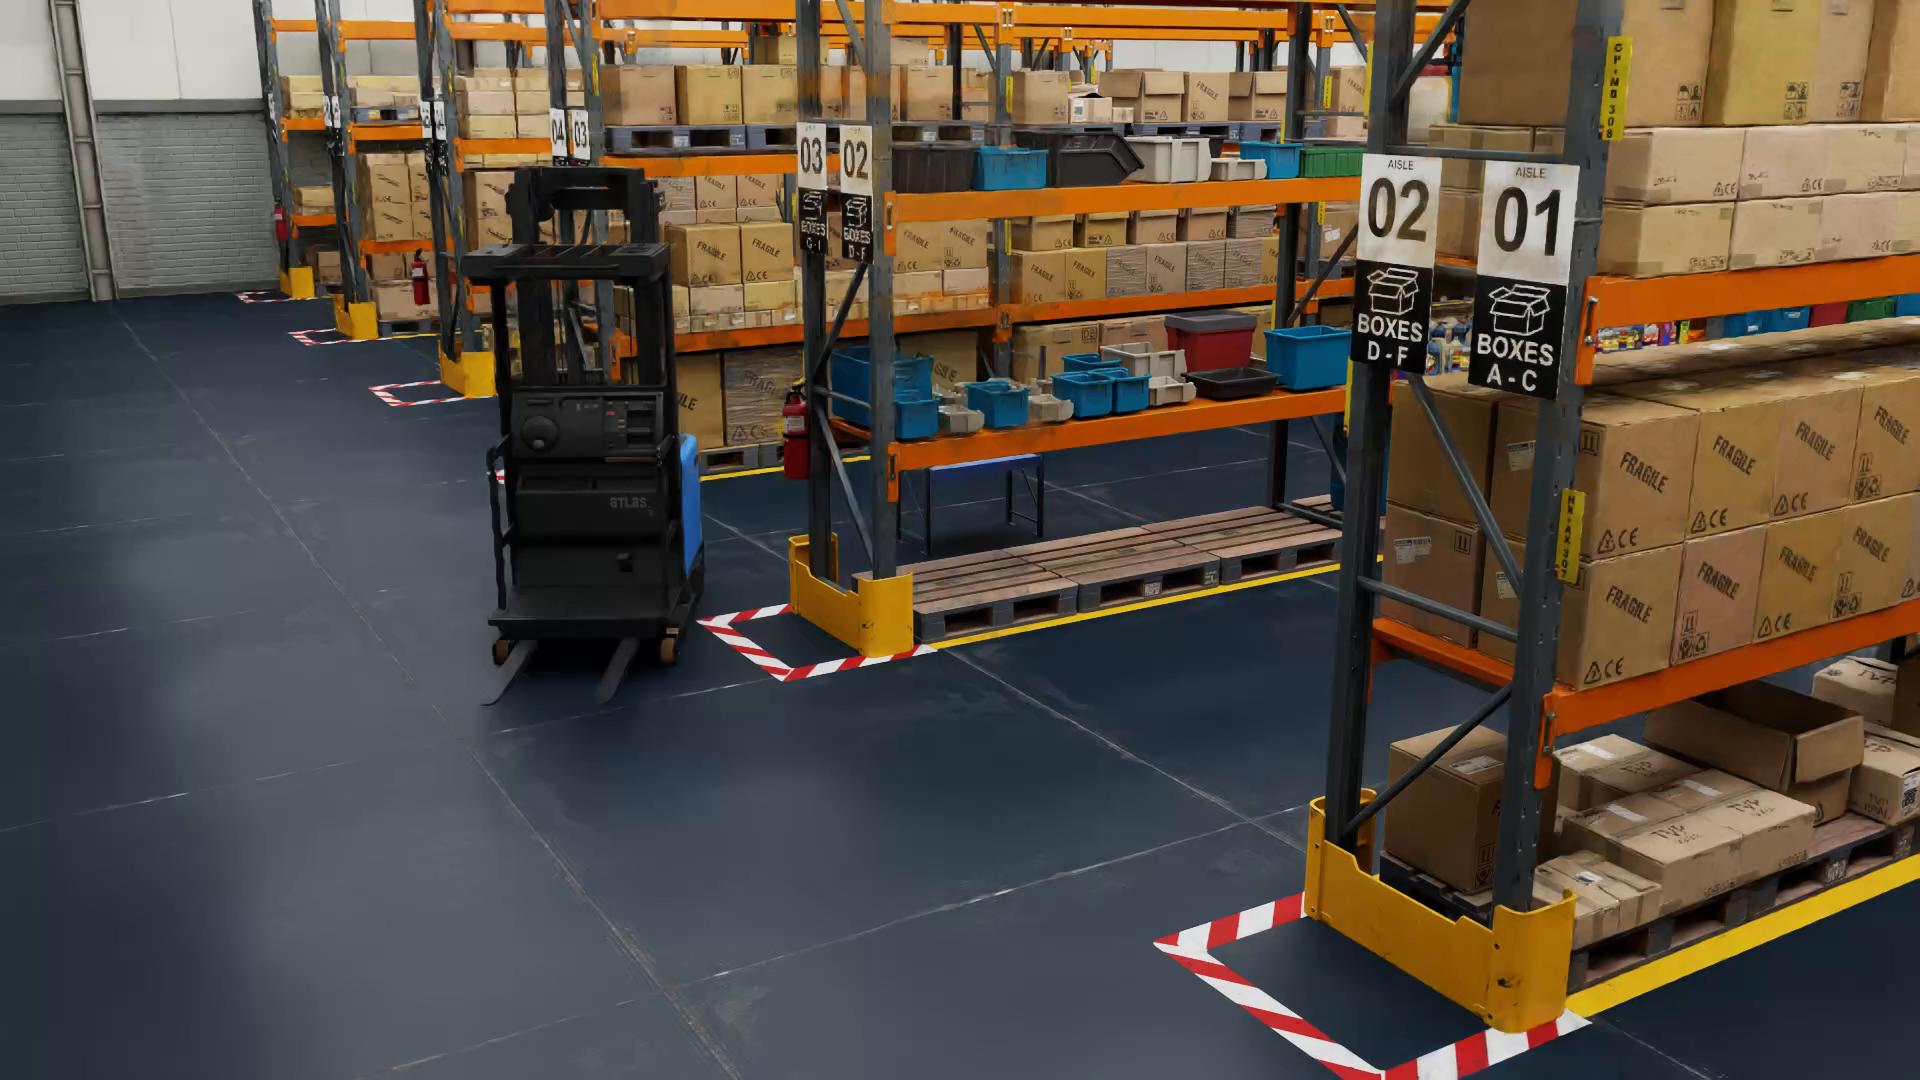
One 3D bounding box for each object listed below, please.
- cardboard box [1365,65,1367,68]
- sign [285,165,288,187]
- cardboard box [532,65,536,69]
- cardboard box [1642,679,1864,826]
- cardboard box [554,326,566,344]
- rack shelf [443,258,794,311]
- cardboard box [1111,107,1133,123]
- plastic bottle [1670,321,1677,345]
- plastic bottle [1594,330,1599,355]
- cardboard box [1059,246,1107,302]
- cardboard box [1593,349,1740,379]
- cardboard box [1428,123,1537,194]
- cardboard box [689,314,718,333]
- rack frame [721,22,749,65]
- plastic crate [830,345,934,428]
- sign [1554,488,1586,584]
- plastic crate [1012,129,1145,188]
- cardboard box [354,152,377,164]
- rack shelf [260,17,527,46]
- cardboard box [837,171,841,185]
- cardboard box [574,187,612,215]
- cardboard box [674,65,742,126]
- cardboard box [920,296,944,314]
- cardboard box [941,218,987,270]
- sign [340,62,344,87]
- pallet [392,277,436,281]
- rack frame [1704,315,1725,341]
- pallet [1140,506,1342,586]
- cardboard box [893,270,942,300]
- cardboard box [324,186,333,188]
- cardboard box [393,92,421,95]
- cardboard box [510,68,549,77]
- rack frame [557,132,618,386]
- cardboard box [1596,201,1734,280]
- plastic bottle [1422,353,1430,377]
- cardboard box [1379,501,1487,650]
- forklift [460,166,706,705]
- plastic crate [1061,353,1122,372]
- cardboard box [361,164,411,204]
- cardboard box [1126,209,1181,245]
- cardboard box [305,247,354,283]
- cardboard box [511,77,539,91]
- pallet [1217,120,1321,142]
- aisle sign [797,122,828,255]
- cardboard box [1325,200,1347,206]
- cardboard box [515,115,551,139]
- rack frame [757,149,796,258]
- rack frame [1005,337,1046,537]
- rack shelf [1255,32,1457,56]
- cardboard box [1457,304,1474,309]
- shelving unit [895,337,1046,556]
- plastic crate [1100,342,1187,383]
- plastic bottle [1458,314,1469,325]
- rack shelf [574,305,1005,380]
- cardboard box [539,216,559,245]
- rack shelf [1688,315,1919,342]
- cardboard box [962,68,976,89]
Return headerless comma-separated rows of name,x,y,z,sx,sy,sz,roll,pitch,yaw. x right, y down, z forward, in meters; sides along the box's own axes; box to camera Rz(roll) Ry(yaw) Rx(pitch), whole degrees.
cardboard box,5.925,-6.918,24.499,0.250,0.149,0.380,-9,18,-29
sign,-10.637,-5.749,26.256,0.005,0.325,0.100,-9,18,-30
cardboard box,-7.261,-7.988,28.476,0.258,0.266,0.396,-10,18,-31
cardboard box,3.666,0.972,7.693,0.637,0.503,0.797,-9,18,-30
cardboard box,-4.641,-2.360,19.173,0.250,0.149,0.380,-9,18,-30
rack shelf,-4.007,-3.110,19.779,4.000,0.370,1.077,-9,18,-30
cardboard box,1.529,-4.270,16.717,0.250,0.149,0.380,-10,19,-32
plastic bottle,5.919,-1.720,13.858,0.097,0.201,0.097,0,16,0
plastic bottle,5.048,-1.613,13.322,0.133,0.283,0.061,-9,18,-30
cardboard box,1.128,-2.697,16.788,0.500,0.500,0.500,-9,18,-30
cardboard box,2.959,-0.523,7.180,0.500,0.500,0.500,-9,18,-28
cardboard box,2.154,-1.467,6.381,0.500,0.250,0.500,-9,18,-30
cardboard box,-2.341,-1.940,14.740,0.250,0.149,0.380,-10,18,-31
rack frame,-4.060,-9.458,29.978,0.127,3.000,1.000,-9,18,-30
plastic crate,-0.512,-1.006,10.766,0.499,0.435,0.616,-9,18,-30
sign,2.124,-0.015,5.804,0.005,0.325,0.100,-9,18,-30
plastic crate,0.748,-2.434,10.593,0.767,0.338,0.504,-9,18,-30
cardboard box,-8.153,-5.248,22.833,0.250,0.149,0.380,-9,18,-29
rack shelf,-9.203,-8.276,27.101,4.000,0.370,1.077,-9,18,-30
cardboard box,-1.809,-5.819,26.072,0.500,0.500,0.500,-10,18,-31
cardboard box,-4.313,-3.991,19.000,0.500,0.500,0.500,-10,18,-31
cardboard box,-2.291,-3.894,14.540,0.500,0.500,0.700,-10,19,-32
cardboard box,-0.358,-2.262,15.887,0.250,0.149,0.380,-10,18,-31
cardboard box,-0.081,-2.879,15.960,0.500,0.500,0.500,-9,18,-28
sign,-8.077,-6.084,21.731,0.005,0.325,0.100,-9,18,-30
pallet,-9.124,-4.405,28.232,1.213,0.211,1.003,-9,18,-30
rack frame,6.154,-1.983,14.426,0.127,3.000,1.000,-9,18,-30
pallet,2.115,0.027,12.422,1.213,0.211,1.003,-9,18,-30
cardboard box,-0.511,-2.449,15.816,0.500,0.250,0.500,-9,18,-28
cardboard box,-10.217,-5.725,27.503,0.500,0.250,0.500,-9,18,-30
cardboard box,-9.094,-7.192,27.179,0.500,0.250,0.500,-10,18,-31
cardboard box,-6.068,-6.415,23.525,0.637,0.503,0.797,-8,17,-25
rack frame,-3.254,-2.017,14.546,0.127,3.000,1.000,-9,18,-30
cardboard box,2.416,-1.109,6.029,0.500,0.250,0.500,-9,18,-30
plastic bottle,3.464,-1.322,12.437,0.097,0.201,0.097,0,16,0
cardboard box,2.088,0.103,6.801,0.500,0.500,0.500,-9,18,-28
forklift,-2.289,-0.725,10.067,1.130,2.935,3.031,0,16,-2
plastic crate,0.925,-1.164,11.703,0.300,0.233,0.416,-9,18,-30
cardboard box,-7.799,-4.840,22.580,0.500,0.500,0.500,-10,18,-31
cardboard box,1.837,-3.377,17.357,0.637,0.503,0.797,-9,18,-28
cardboard box,-10.344,-4.521,27.326,0.637,0.503,0.797,-10,19,-32
cardboard box,-4.829,-5.027,18.343,0.250,0.149,0.380,-9,18,-30
pallet,3.079,-4.380,17.771,1.003,0.211,1.213,-8,18,-27
aisle sign,-0.916,-2.180,10.314,0.004,0.787,0.394,-9,18,-30
cardboard box,5.335,-5.054,25.105,0.550,0.550,0.875,-9,18,-30
cardboard box,-4.752,-4.626,18.575,0.500,0.250,0.500,-9,18,-28
rack frame,-2.293,-3.734,20.674,0.127,3.000,1.000,-9,18,-30
rack frame,0.509,-0.805,13.002,0.032,1.500,0.500,-9,18,-30
rack shelf,6.279,-7.474,24.974,4.000,0.370,1.077,-9,18,-30
cardboard box,6.495,-2.613,20.488,0.500,0.500,0.700,-11,19,-34
shelving unit,0.073,-0.734,12.750,1.048,1.500,0.538,-9,18,-30
plastic crate,1.322,-1.229,11.845,0.530,0.282,0.437,-9,18,-30
plastic bottle,4.131,-1.715,13.685,0.133,0.283,0.061,-9,18,-30
rack shelf,-1.539,-1.948,15.635,4.000,0.370,1.077,-9,18,-30
cardboard box,-4.749,-3.448,18.918,0.500,0.500,0.500,-9,18,-30
rack shelf,7.869,-1.914,15.514,4.000,0.370,1.077,-9,18,-30
cardboard box,0.007,-6.043,21.748,0.258,0.266,0.396,-9,18,-30
